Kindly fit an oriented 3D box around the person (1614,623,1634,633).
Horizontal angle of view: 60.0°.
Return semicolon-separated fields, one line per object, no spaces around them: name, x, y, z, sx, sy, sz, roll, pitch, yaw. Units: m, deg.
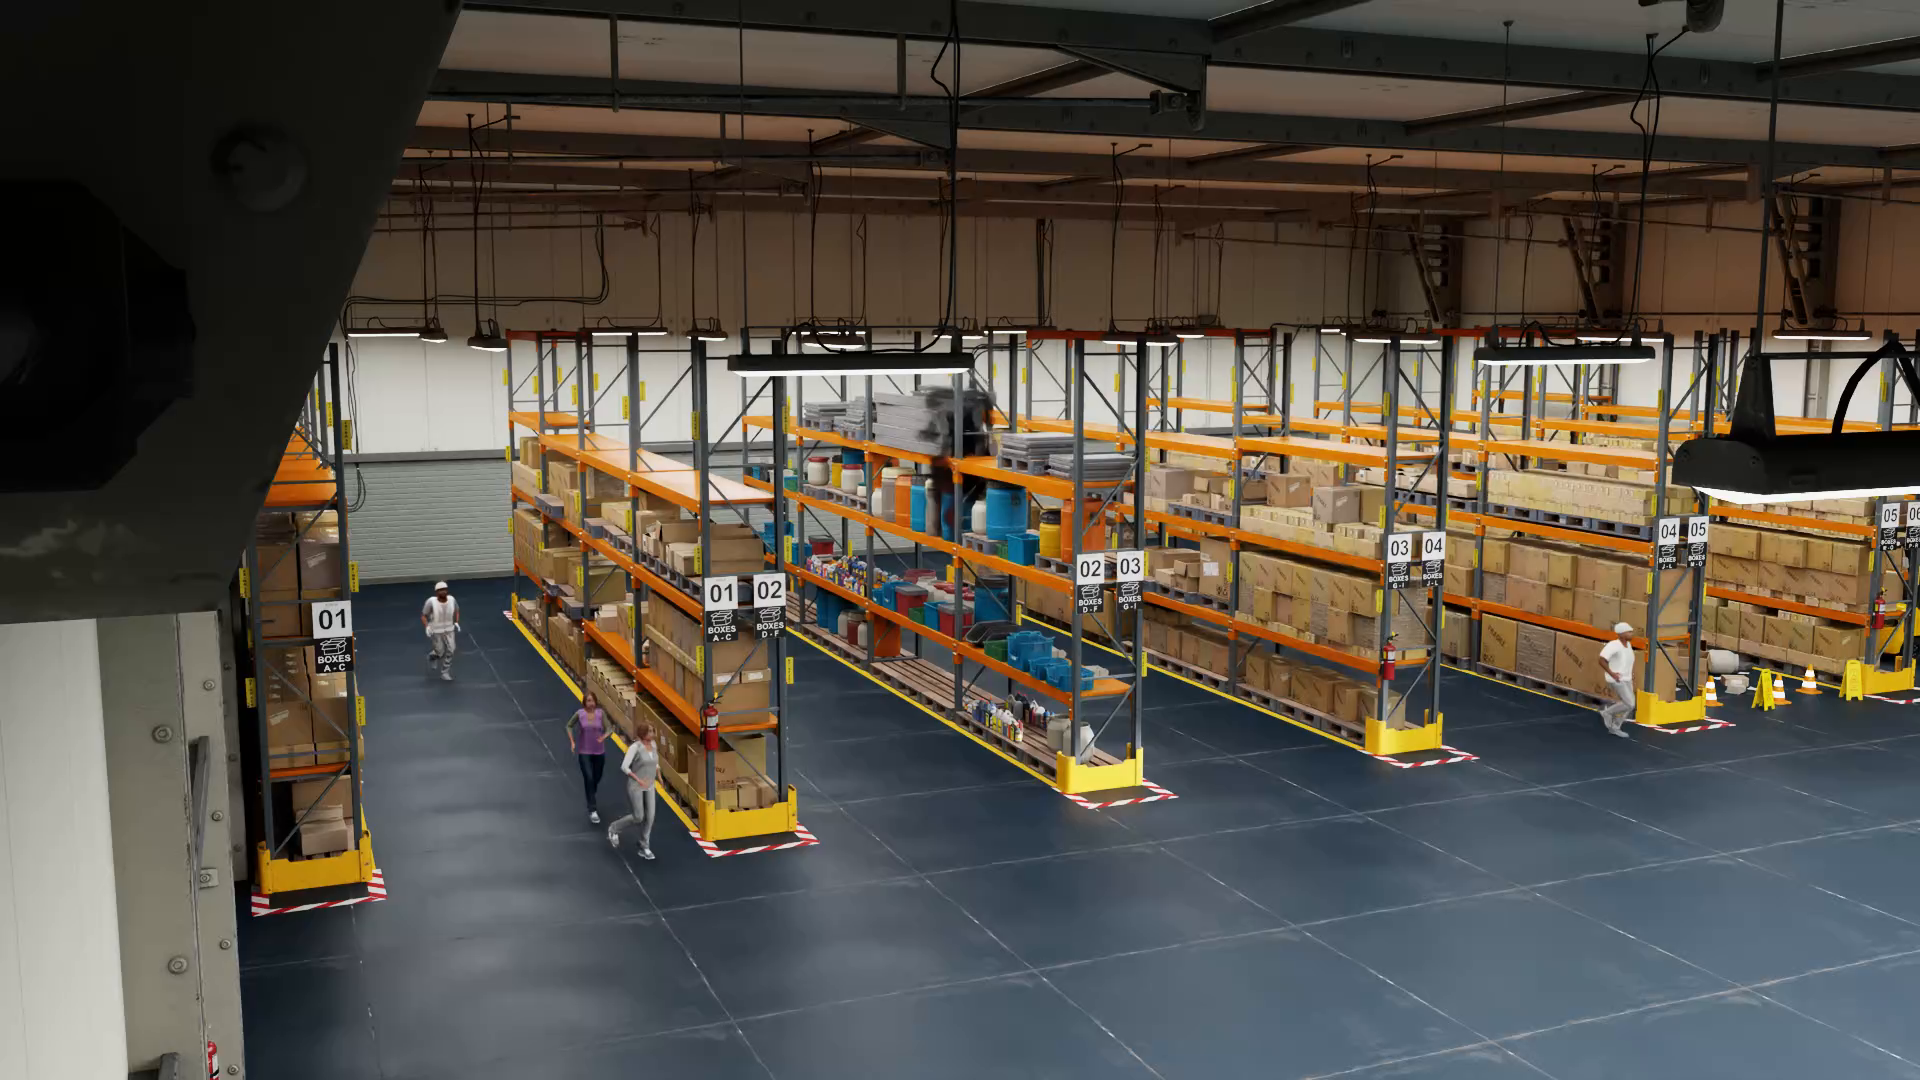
person;9.943;1.323;24.876;0.220;0.165;0.282;-6;10;-39

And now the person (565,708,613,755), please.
person;-4.663;2.398;20.935;0.549;0.569;0.392;-3;8;-23

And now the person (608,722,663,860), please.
person;-3.756;2.913;19.588;0.680;1.567;0.584;5;9;34
